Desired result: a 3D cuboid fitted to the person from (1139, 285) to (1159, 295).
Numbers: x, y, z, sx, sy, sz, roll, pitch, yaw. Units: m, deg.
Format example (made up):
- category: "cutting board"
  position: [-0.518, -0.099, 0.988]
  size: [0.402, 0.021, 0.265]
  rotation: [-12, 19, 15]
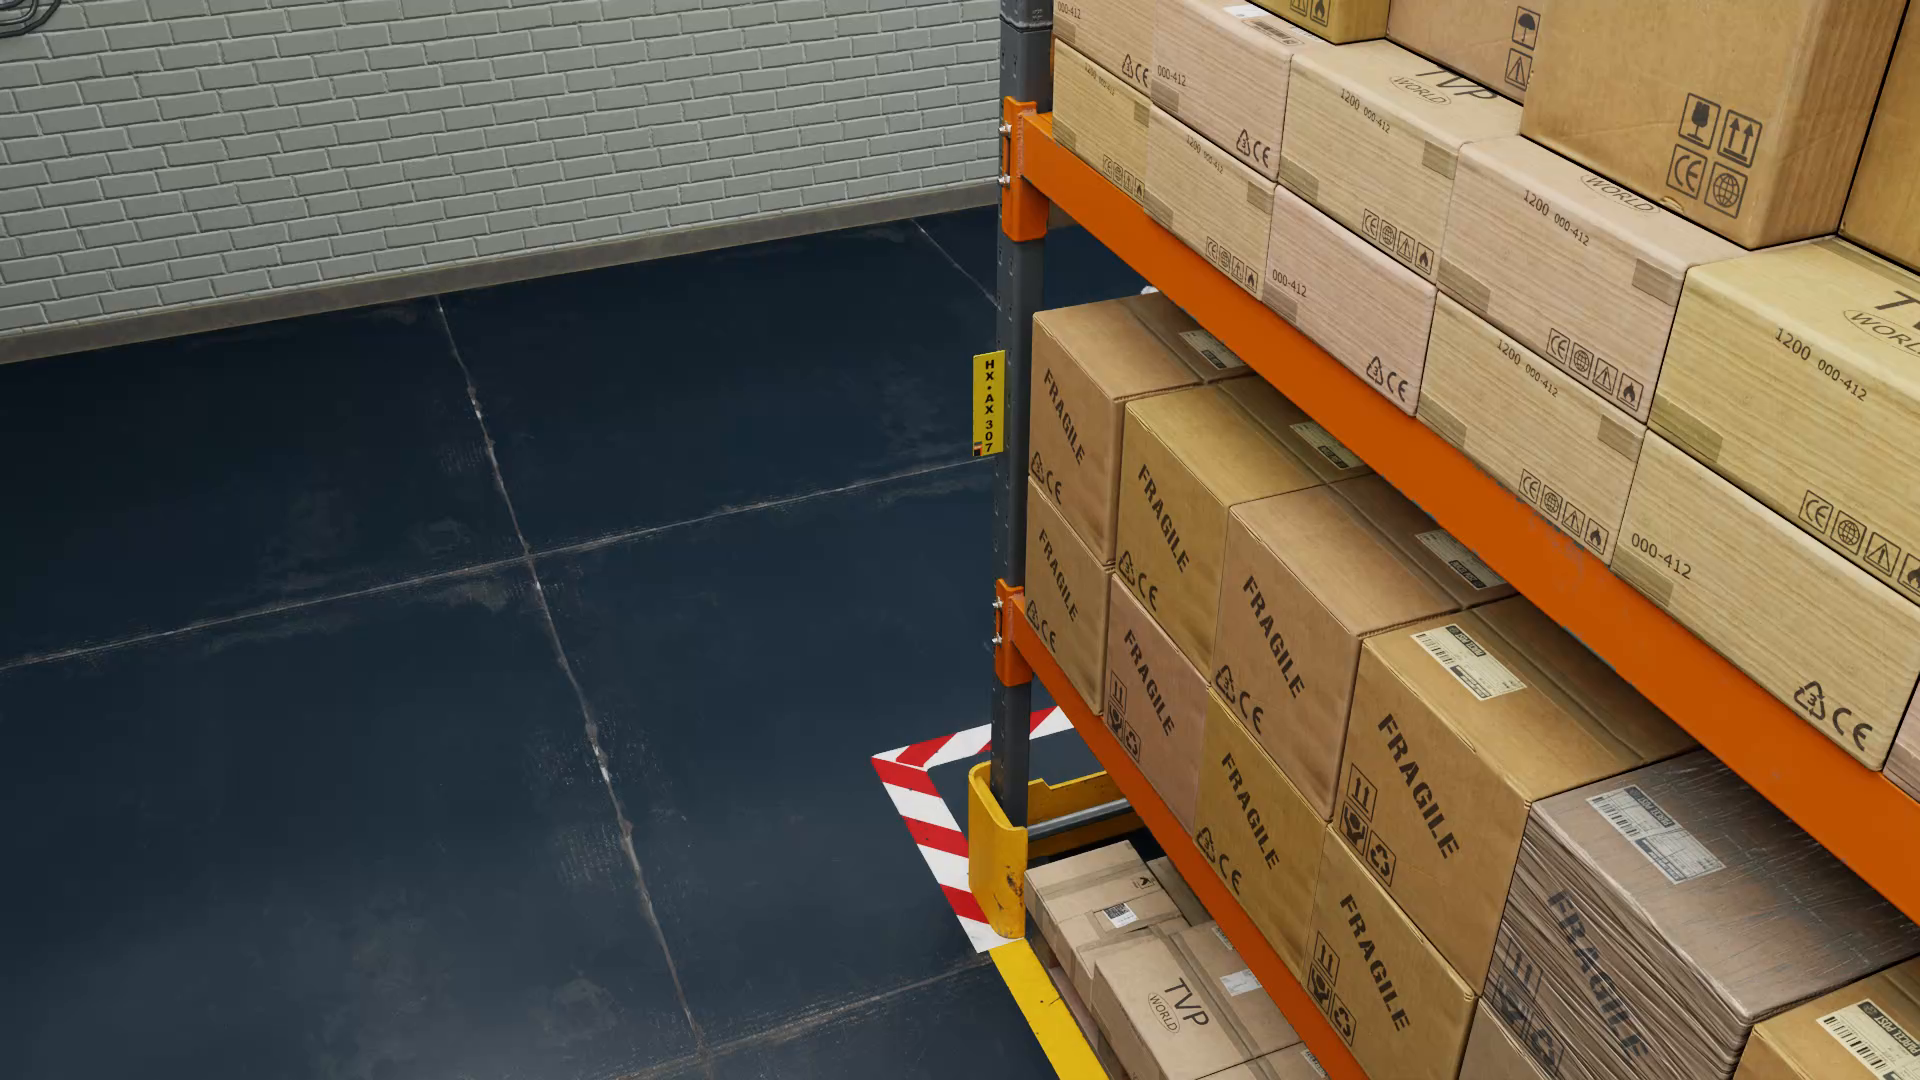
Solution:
- category: "person"
  position: [0.966, -0.491, 6.853]
  size: [0.626, 1.670, 0.383]
  rotation: [16, 37, 23]
